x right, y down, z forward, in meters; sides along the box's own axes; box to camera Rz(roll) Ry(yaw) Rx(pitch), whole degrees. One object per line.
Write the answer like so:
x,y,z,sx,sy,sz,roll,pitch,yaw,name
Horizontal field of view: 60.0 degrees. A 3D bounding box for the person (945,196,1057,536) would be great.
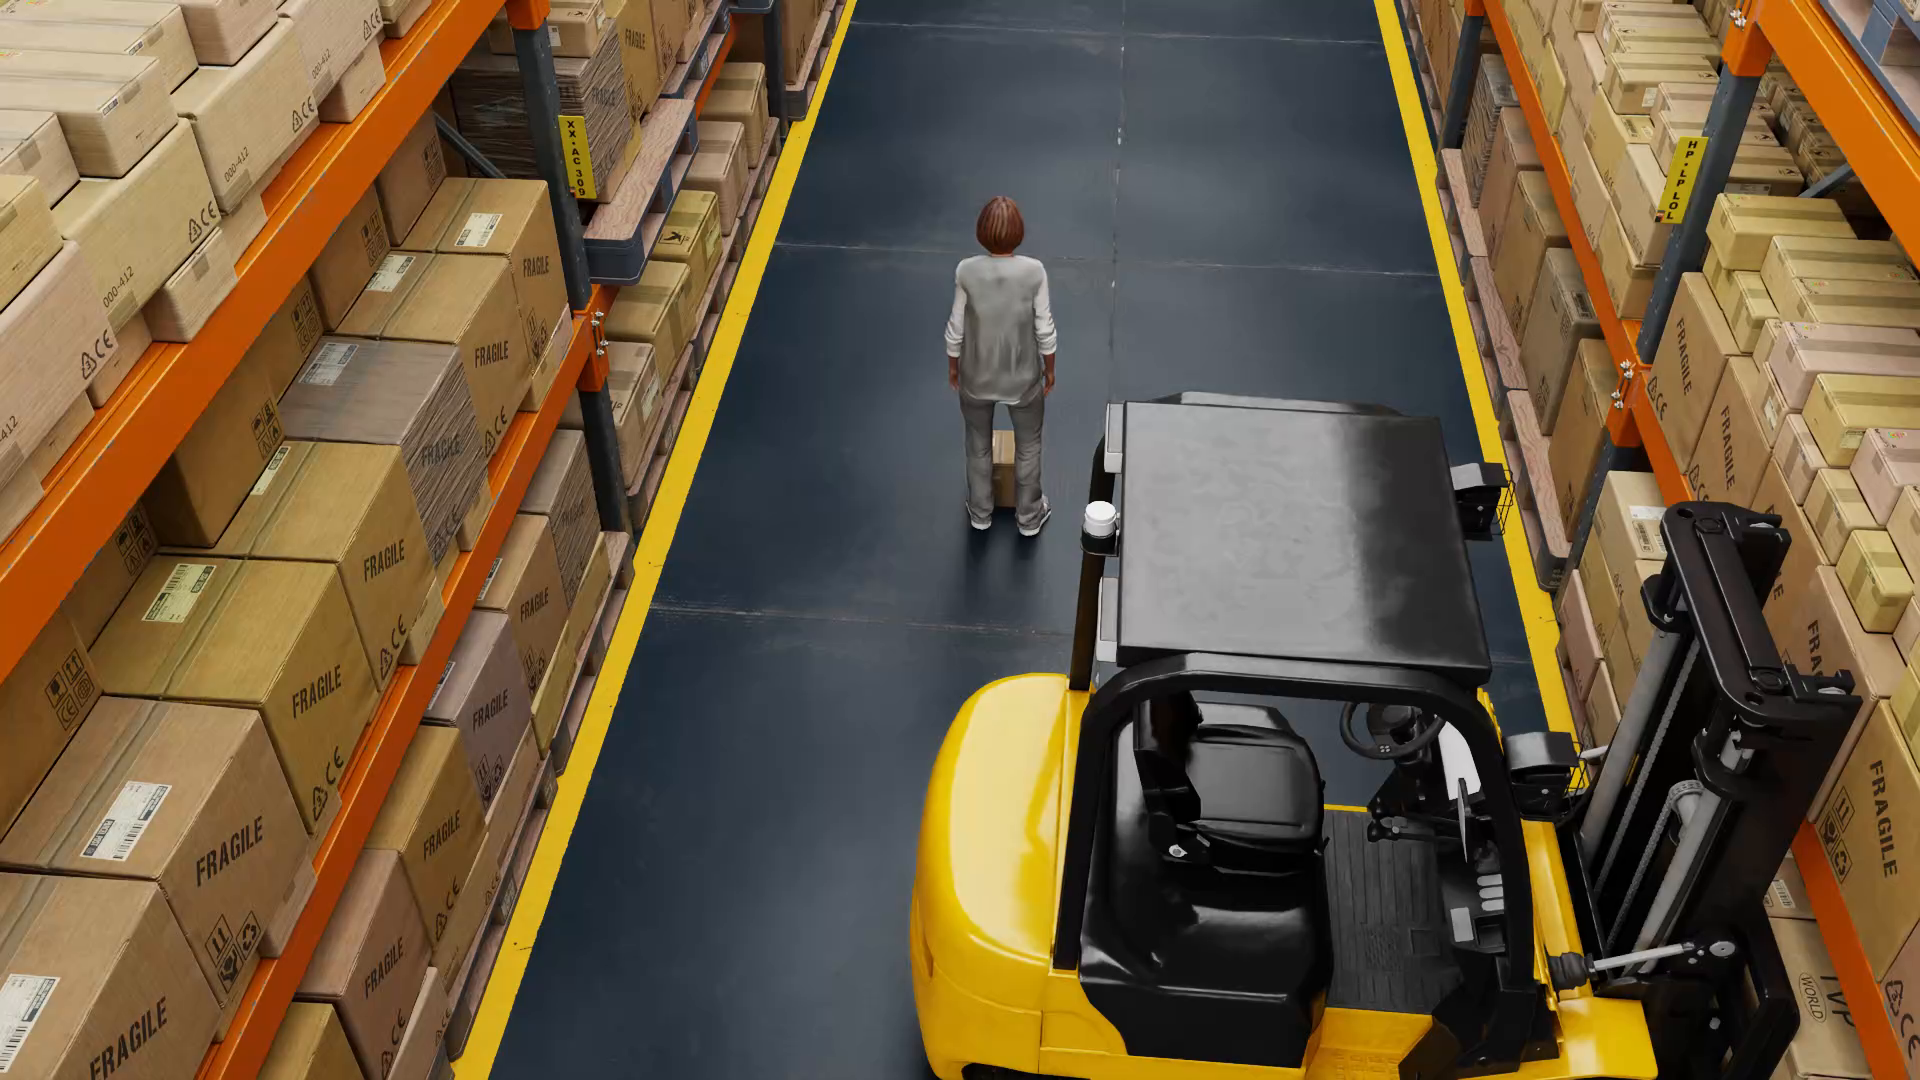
0.173,-0.685,6.972,0.463,1.582,0.364,3,41,4,person
